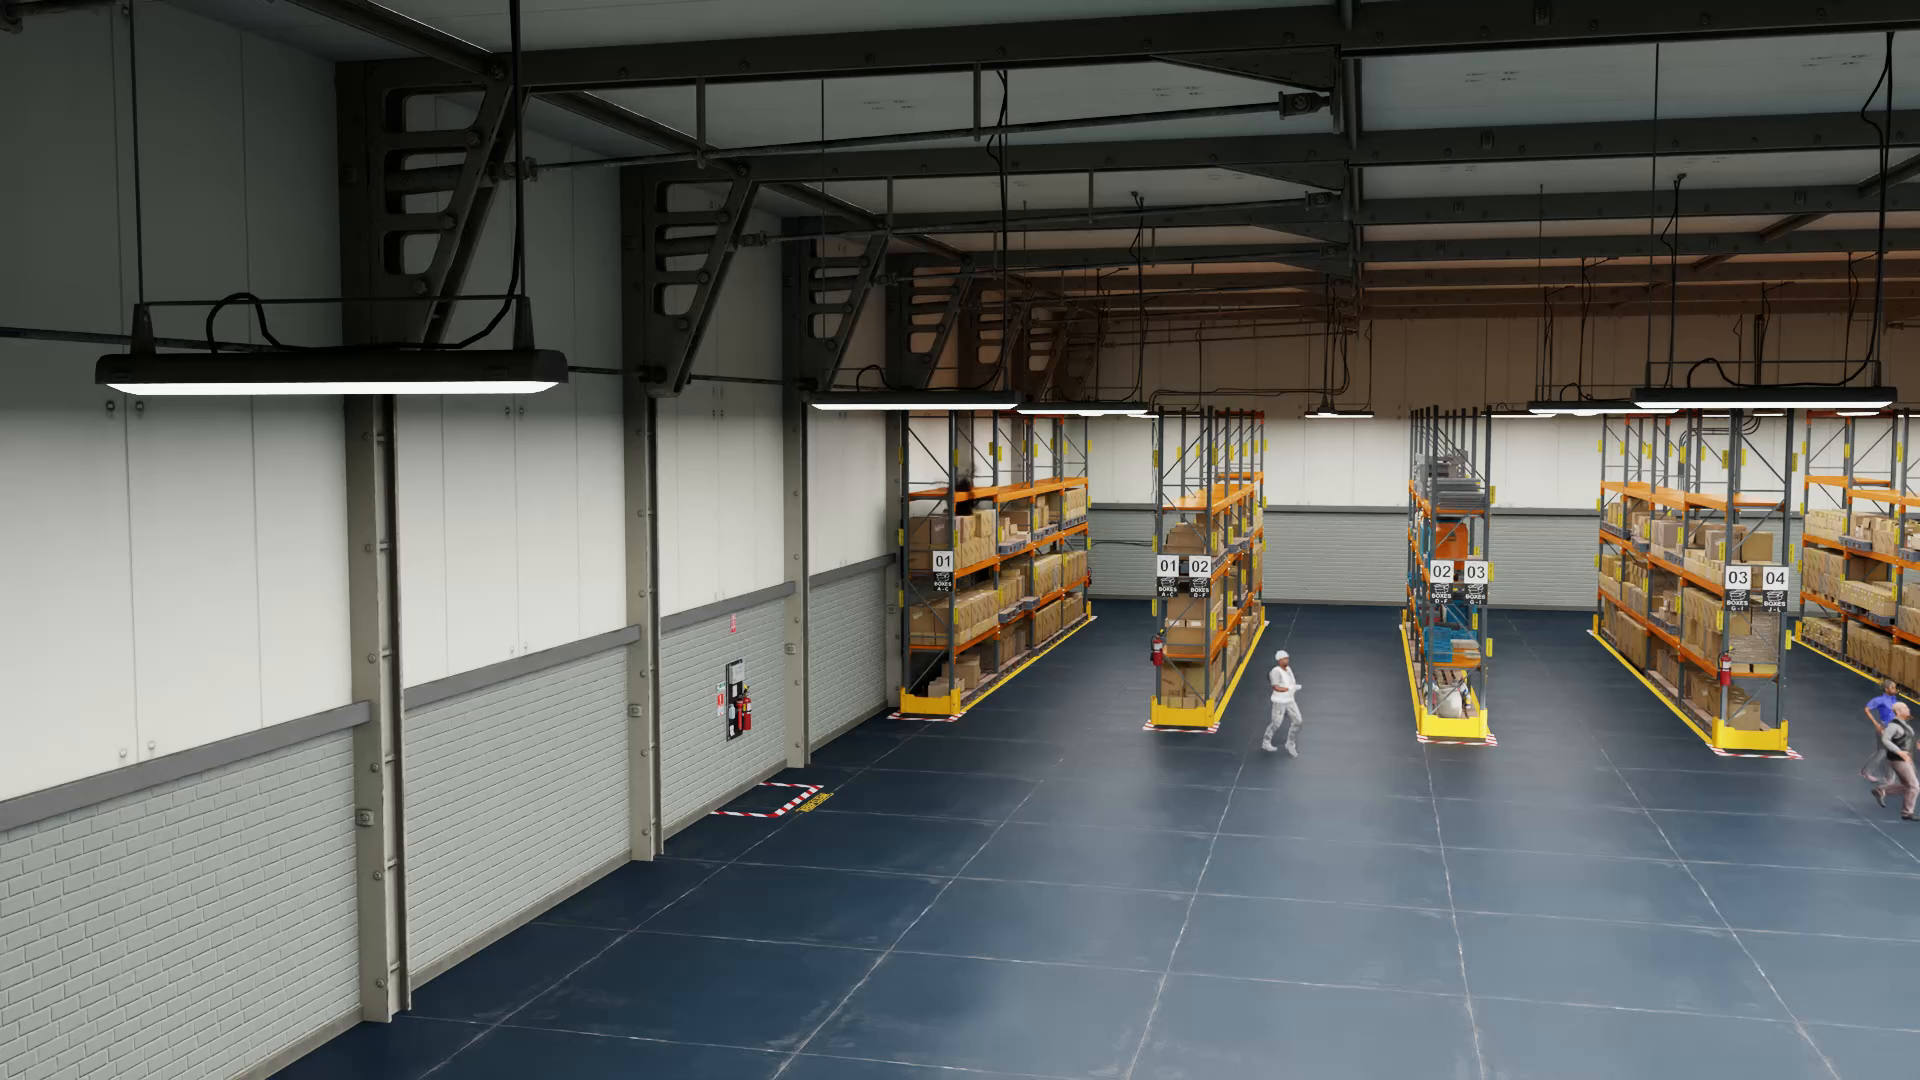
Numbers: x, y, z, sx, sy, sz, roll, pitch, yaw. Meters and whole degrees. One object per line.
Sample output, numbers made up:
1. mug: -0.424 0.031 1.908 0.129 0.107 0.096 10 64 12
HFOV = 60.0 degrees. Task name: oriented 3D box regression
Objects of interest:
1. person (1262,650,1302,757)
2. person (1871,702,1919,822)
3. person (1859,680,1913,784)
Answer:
1. person: 5.529 2.798 28.397 0.658 1.837 0.758 -4 6 -44
2. person: 13.495 3.167 23.908 0.662 1.683 0.753 -4 6 -43
3. person: 14.487 3.044 26.003 0.554 1.717 0.732 -4 5 -40
